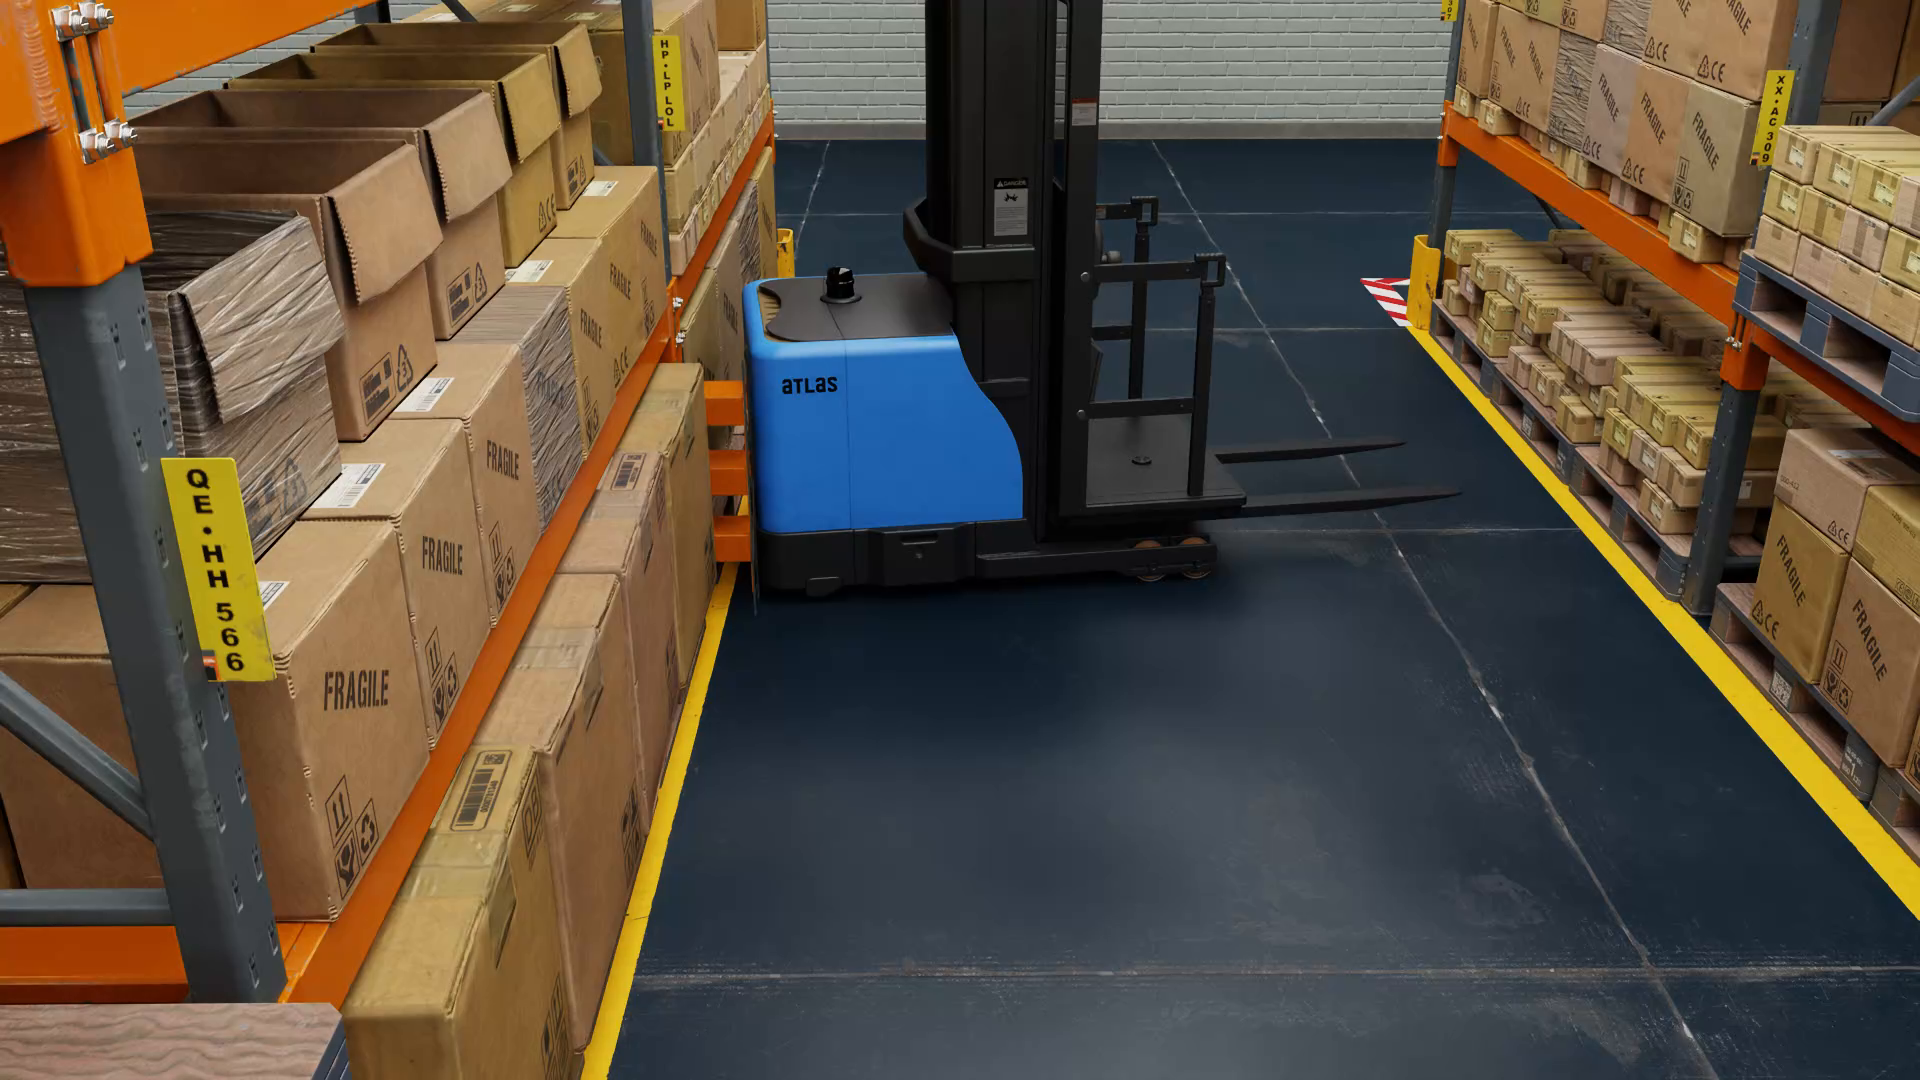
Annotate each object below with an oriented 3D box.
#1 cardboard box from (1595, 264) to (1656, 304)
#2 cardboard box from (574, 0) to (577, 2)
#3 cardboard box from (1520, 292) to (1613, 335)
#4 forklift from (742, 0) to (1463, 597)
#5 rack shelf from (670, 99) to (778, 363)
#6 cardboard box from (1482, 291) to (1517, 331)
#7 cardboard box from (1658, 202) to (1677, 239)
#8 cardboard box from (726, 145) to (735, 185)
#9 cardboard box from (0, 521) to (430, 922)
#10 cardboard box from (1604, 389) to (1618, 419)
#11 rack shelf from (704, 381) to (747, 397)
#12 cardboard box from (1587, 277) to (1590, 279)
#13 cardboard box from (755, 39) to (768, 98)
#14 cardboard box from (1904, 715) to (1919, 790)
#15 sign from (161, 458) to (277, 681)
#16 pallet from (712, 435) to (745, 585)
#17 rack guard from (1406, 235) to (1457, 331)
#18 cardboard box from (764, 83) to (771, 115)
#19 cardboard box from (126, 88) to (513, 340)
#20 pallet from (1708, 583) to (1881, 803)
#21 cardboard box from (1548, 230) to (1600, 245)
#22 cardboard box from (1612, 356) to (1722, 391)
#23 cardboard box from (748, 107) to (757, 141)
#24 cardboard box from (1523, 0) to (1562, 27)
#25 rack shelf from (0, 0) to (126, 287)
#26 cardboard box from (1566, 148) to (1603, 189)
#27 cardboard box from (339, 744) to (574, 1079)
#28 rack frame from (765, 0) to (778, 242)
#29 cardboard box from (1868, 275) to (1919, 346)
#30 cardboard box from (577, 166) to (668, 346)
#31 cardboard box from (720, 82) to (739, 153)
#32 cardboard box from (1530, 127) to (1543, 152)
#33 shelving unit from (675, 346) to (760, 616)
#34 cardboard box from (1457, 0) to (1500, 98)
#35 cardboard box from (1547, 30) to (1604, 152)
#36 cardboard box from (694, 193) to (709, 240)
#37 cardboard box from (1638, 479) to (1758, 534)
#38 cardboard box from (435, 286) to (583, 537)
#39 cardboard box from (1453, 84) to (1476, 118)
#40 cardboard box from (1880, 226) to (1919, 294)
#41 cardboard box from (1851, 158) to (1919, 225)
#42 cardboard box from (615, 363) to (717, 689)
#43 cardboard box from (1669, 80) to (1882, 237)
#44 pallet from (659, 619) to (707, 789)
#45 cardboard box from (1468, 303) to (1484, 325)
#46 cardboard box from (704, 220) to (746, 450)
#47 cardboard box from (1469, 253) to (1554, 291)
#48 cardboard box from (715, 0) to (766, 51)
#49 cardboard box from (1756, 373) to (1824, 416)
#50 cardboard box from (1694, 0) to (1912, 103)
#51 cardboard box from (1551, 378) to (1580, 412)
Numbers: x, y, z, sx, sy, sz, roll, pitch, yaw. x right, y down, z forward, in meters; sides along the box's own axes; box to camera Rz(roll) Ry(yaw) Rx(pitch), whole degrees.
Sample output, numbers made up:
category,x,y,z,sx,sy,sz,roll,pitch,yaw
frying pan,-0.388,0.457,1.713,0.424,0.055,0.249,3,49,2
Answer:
category,x,y,z,sx,sy,sz,roll,pitch,yaw
cardboard box,3.621,-1.365,8.857,0.380,0.149,0.250,-1,24,-3
cardboard box,-1.861,-2.546,8.149,0.500,0.500,0.500,-1,24,-2
cardboard box,3.047,-1.140,8.358,0.380,0.149,0.250,0,24,0
forklift,0.620,-1.375,6.735,3.031,2.935,1.130,-4,25,-8
rack shelf,-1.592,-1.603,8.028,1.077,0.370,4.000,0,24,-1
cardboard box,3.028,-1.227,8.912,0.380,0.149,0.250,0,24,1
cardboard box,3.099,-1.306,6.802,0.380,0.149,0.250,1,24,2
cardboard box,-1.259,-1.758,7.802,0.380,0.149,0.250,-1,24,-2
cardboard box,-1.260,0.294,2.838,0.500,0.500,0.500,0,24,1
cardboard box,3.129,-0.569,7.458,0.380,0.149,0.250,0,24,0
rack shelf,-0.933,-0.532,6.322,0.229,0.087,0.184,-1,24,-2
cardboard box,3.587,-1.440,9.382,0.380,0.149,0.250,-1,24,-2
cardboard box,-1.343,-2.624,9.232,0.500,0.250,0.500,-1,24,-1
cardboard box,3.160,0.600,4.808,0.500,0.500,0.500,0,24,0
sign,-0.984,0.044,2.205,0.100,0.325,0.005,0,24,-1
pallet,-1.500,-0.150,7.326,1.003,0.211,1.213,0,24,-1
rack guard,3.348,-1.566,10.105,1.175,0.500,0.348,0,24,-1
cardboard box,-1.281,-2.495,9.432,0.380,0.149,0.250,0,24,0
cardboard box,-1.536,-0.807,4.057,0.797,0.503,0.637,1,24,1
pallet,3.401,0.504,5.880,1.003,0.211,1.213,0,24,-1
cardboard box,3.606,-1.682,9.557,0.380,0.149,0.250,0,24,0
cardboard box,3.149,-0.711,7.411,0.380,0.149,0.250,1,24,1
cardboard box,-1.273,-2.182,8.738,0.380,0.149,0.250,0,24,0
cardboard box,3.082,-2.764,8.025,0.500,0.500,0.500,-1,24,-2
rack shelf,-1.505,0.327,0.121,1.077,0.370,4.000,0,24,-1
cardboard box,3.065,-1.734,7.748,0.380,0.149,0.250,0,24,0
cardboard box,-1.513,1.034,3.393,1.225,0.875,0.875,-1,24,-3
rack frame,-1.614,-2.755,9.702,1.000,3.000,0.127,0,24,-1
cardboard box,2.944,-0.679,4.907,0.380,0.149,0.250,0,24,0
cardboard box,-1.292,-0.961,5.613,0.500,0.500,0.500,0,24,0
cardboard box,-1.322,-1.990,7.832,0.500,0.250,0.500,0,24,0
cardboard box,3.135,-2.052,8.453,0.380,0.149,0.250,0,24,-1
shelving unit,-0.934,-0.219,6.459,0.252,1.050,0.215,-1,24,-2
cardboard box,3.076,-2.731,9.165,0.500,0.500,0.500,1,24,2
cardboard box,3.111,-2.098,7.767,0.500,0.500,0.500,-1,24,-2
cardboard box,-1.247,-1.333,6.861,0.380,0.149,0.250,1,24,1
cardboard box,3.046,-0.140,6.869,0.380,0.149,0.250,0,24,0
cardboard box,-1.280,-0.335,4.230,0.500,0.500,0.500,0,24,0
cardboard box,3.023,-2.486,9.412,0.380,0.149,0.250,0,24,-1
cardboard box,2.947,-0.815,4.847,0.380,0.149,0.250,-1,24,-3
cardboard box,2.944,-1.051,5.006,0.380,0.149,0.250,0,24,0
cardboard box,-1.543,-0.066,5.826,1.225,0.875,0.875,0,24,0
cardboard box,3.103,-1.467,6.371,0.500,0.500,0.500,0,24,0
pallet,-1.486,0.481,5.930,1.003,0.211,1.213,0,24,-1
cardboard box,3.117,-1.303,9.442,0.380,0.149,0.250,0,24,-1
cardboard box,-1.507,-0.973,7.831,0.875,0.875,0.875,0,24,-1
cardboard box,3.011,-1.464,9.076,0.380,0.149,0.250,0,24,-1
cardboard box,-1.346,-2.964,9.075,0.500,0.500,0.500,0,24,0
cardboard box,3.598,-0.612,7.190,0.380,0.149,0.250,-1,24,-1
cardboard box,3.115,-1.917,6.152,0.500,0.500,0.500,-1,24,-2
cardboard box,3.099,-0.674,8.051,0.380,0.149,0.250,0,24,0
